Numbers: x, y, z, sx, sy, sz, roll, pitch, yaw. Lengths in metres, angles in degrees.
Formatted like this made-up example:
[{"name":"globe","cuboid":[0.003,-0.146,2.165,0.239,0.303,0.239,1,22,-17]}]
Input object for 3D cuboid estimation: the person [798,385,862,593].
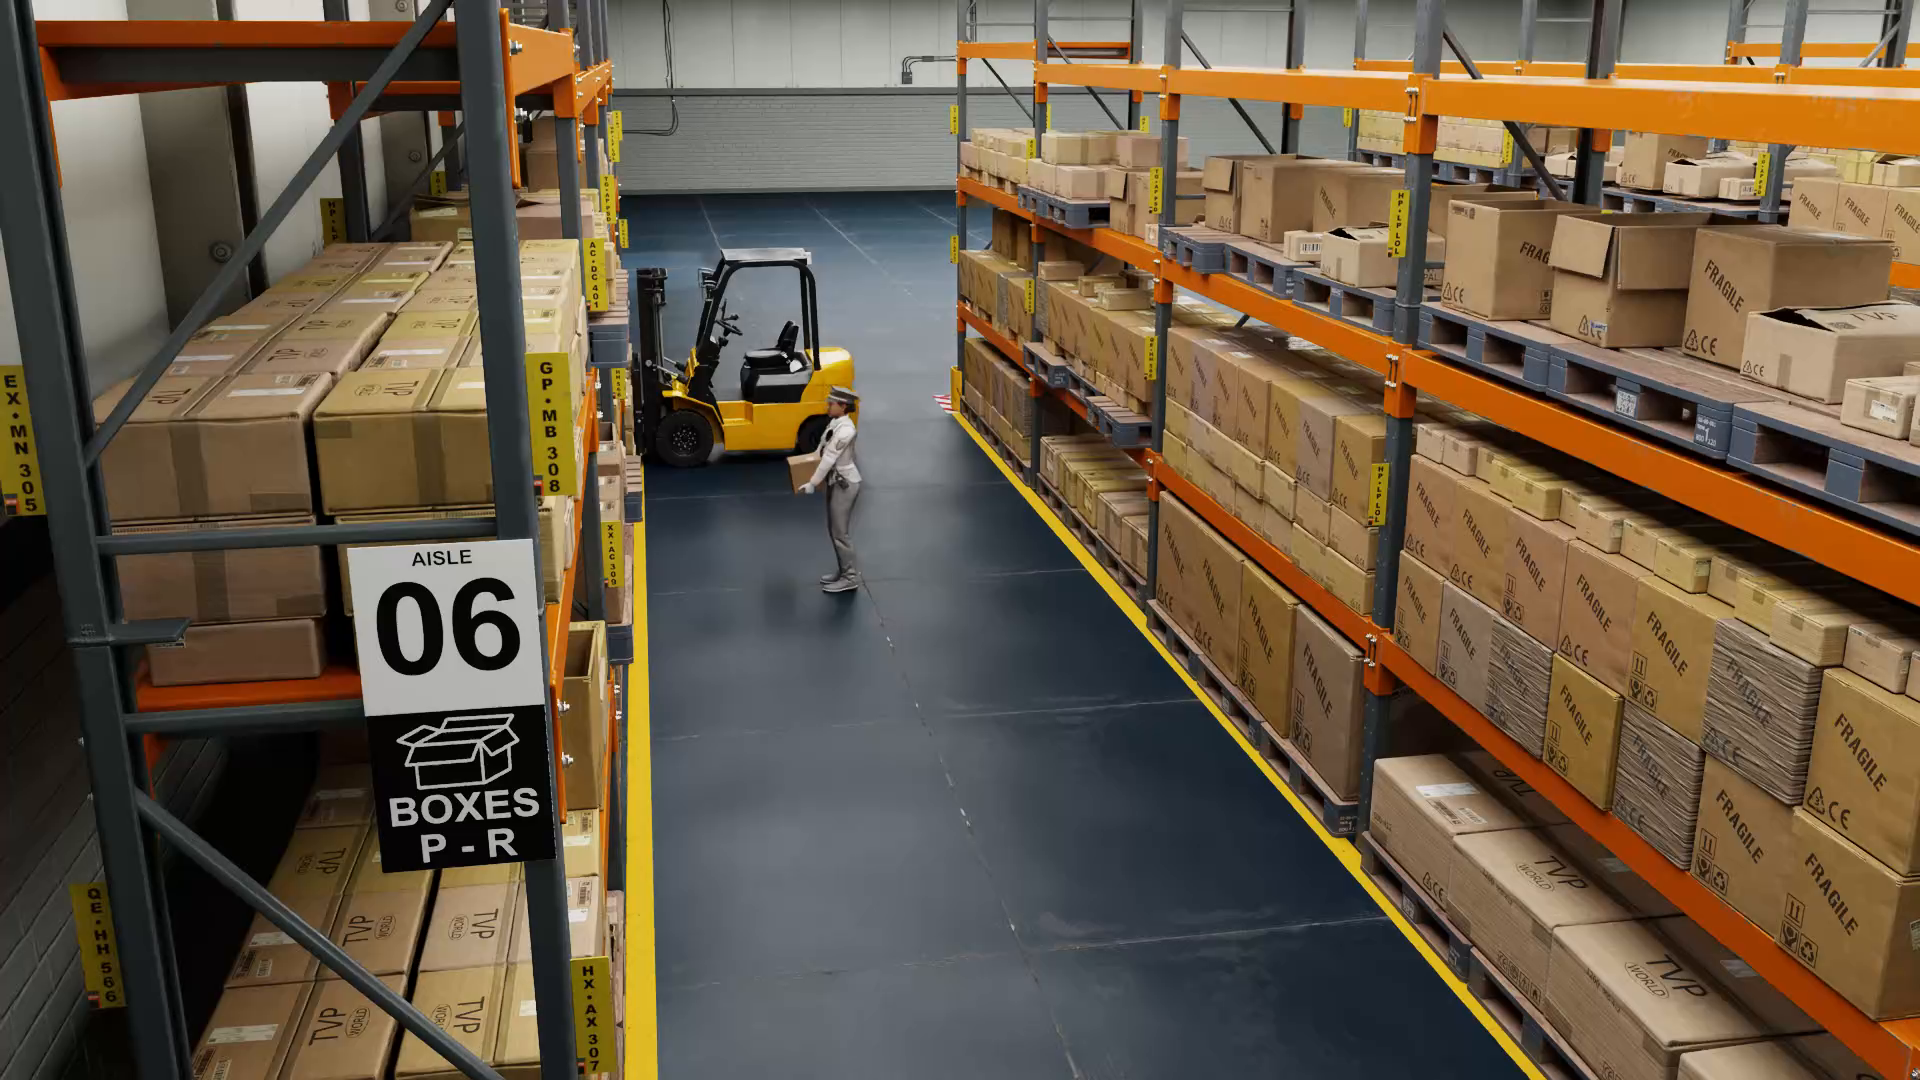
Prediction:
[{"name":"person","cuboid":[-1.058,-0.421,13.427,0.523,1.691,0.416,-3,17,-11]}]
